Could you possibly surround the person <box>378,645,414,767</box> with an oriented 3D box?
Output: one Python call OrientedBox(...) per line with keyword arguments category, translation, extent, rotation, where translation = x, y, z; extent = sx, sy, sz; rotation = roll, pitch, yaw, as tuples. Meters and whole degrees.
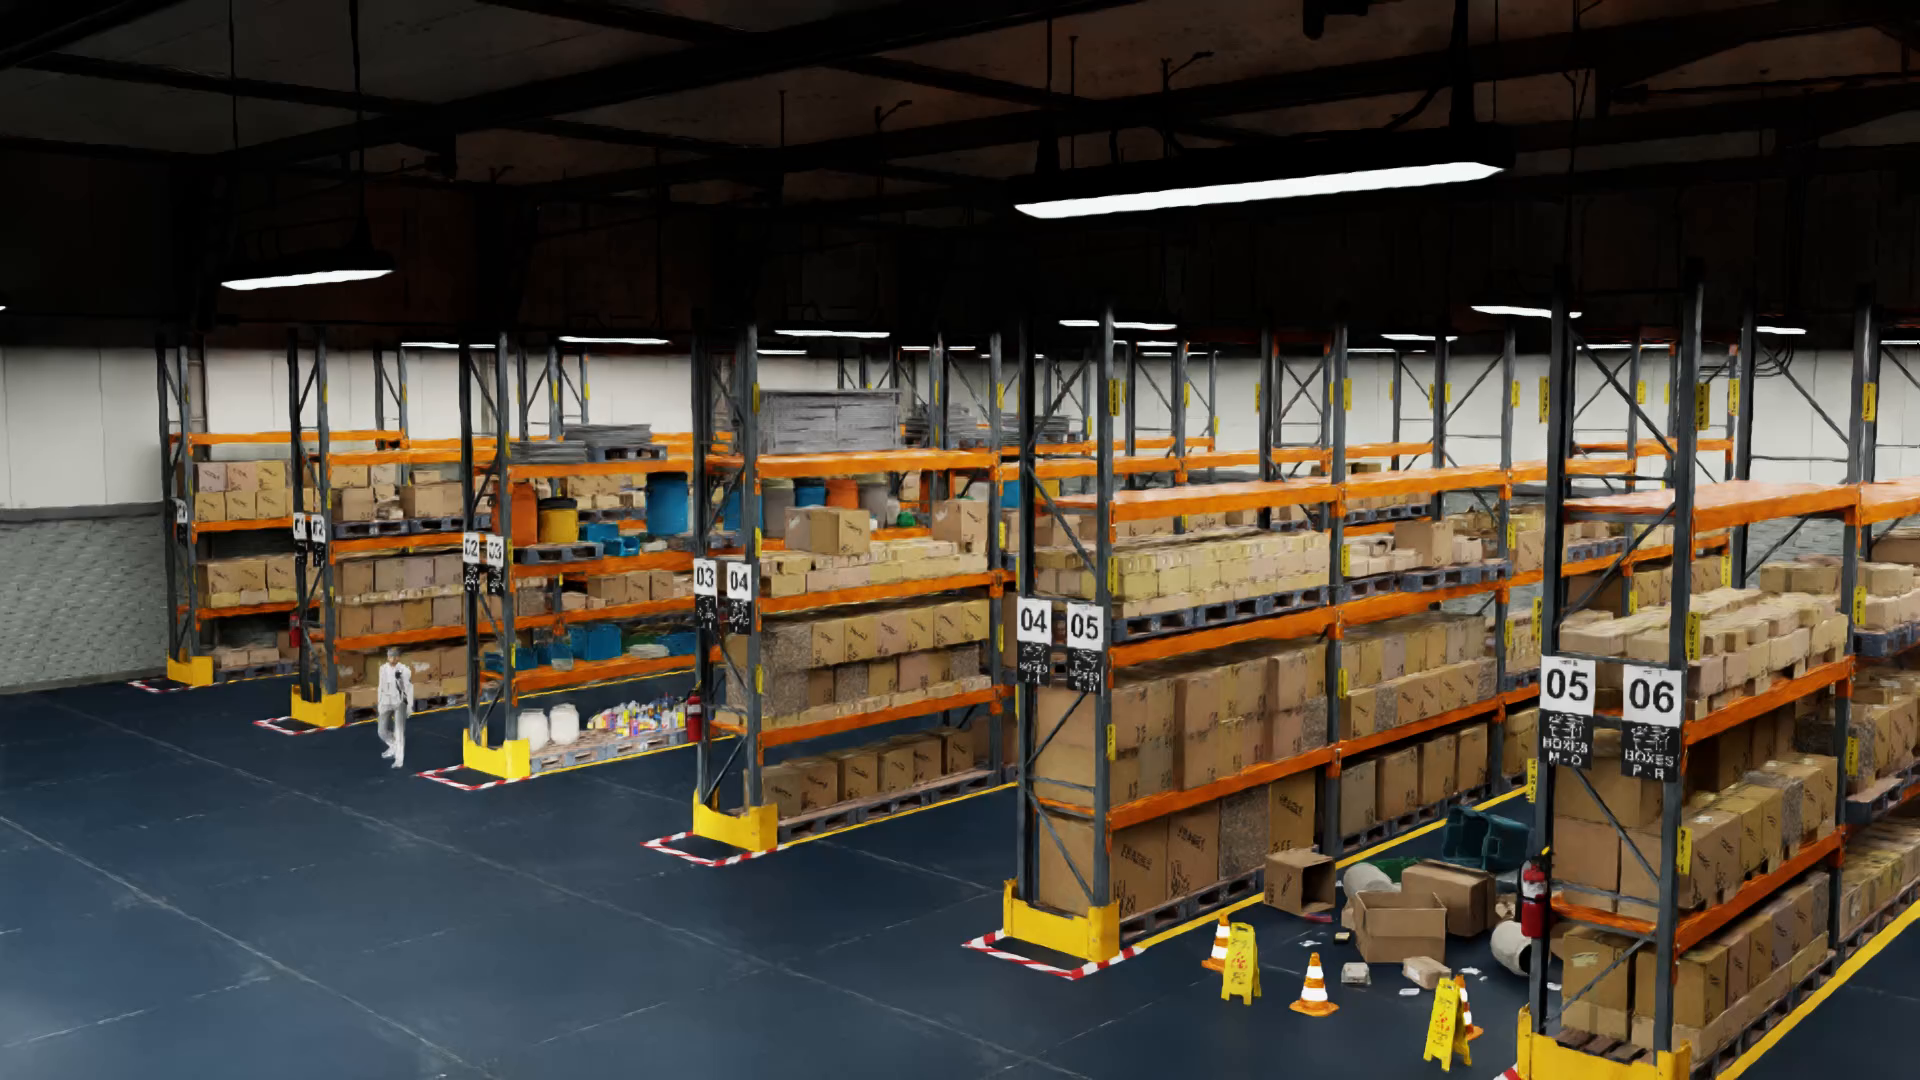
OrientedBox(category="person", translation=(-7.637, 2.226, 22.509), extent=(0.538, 1.671, 0.486), rotation=(1, 5, 6))
